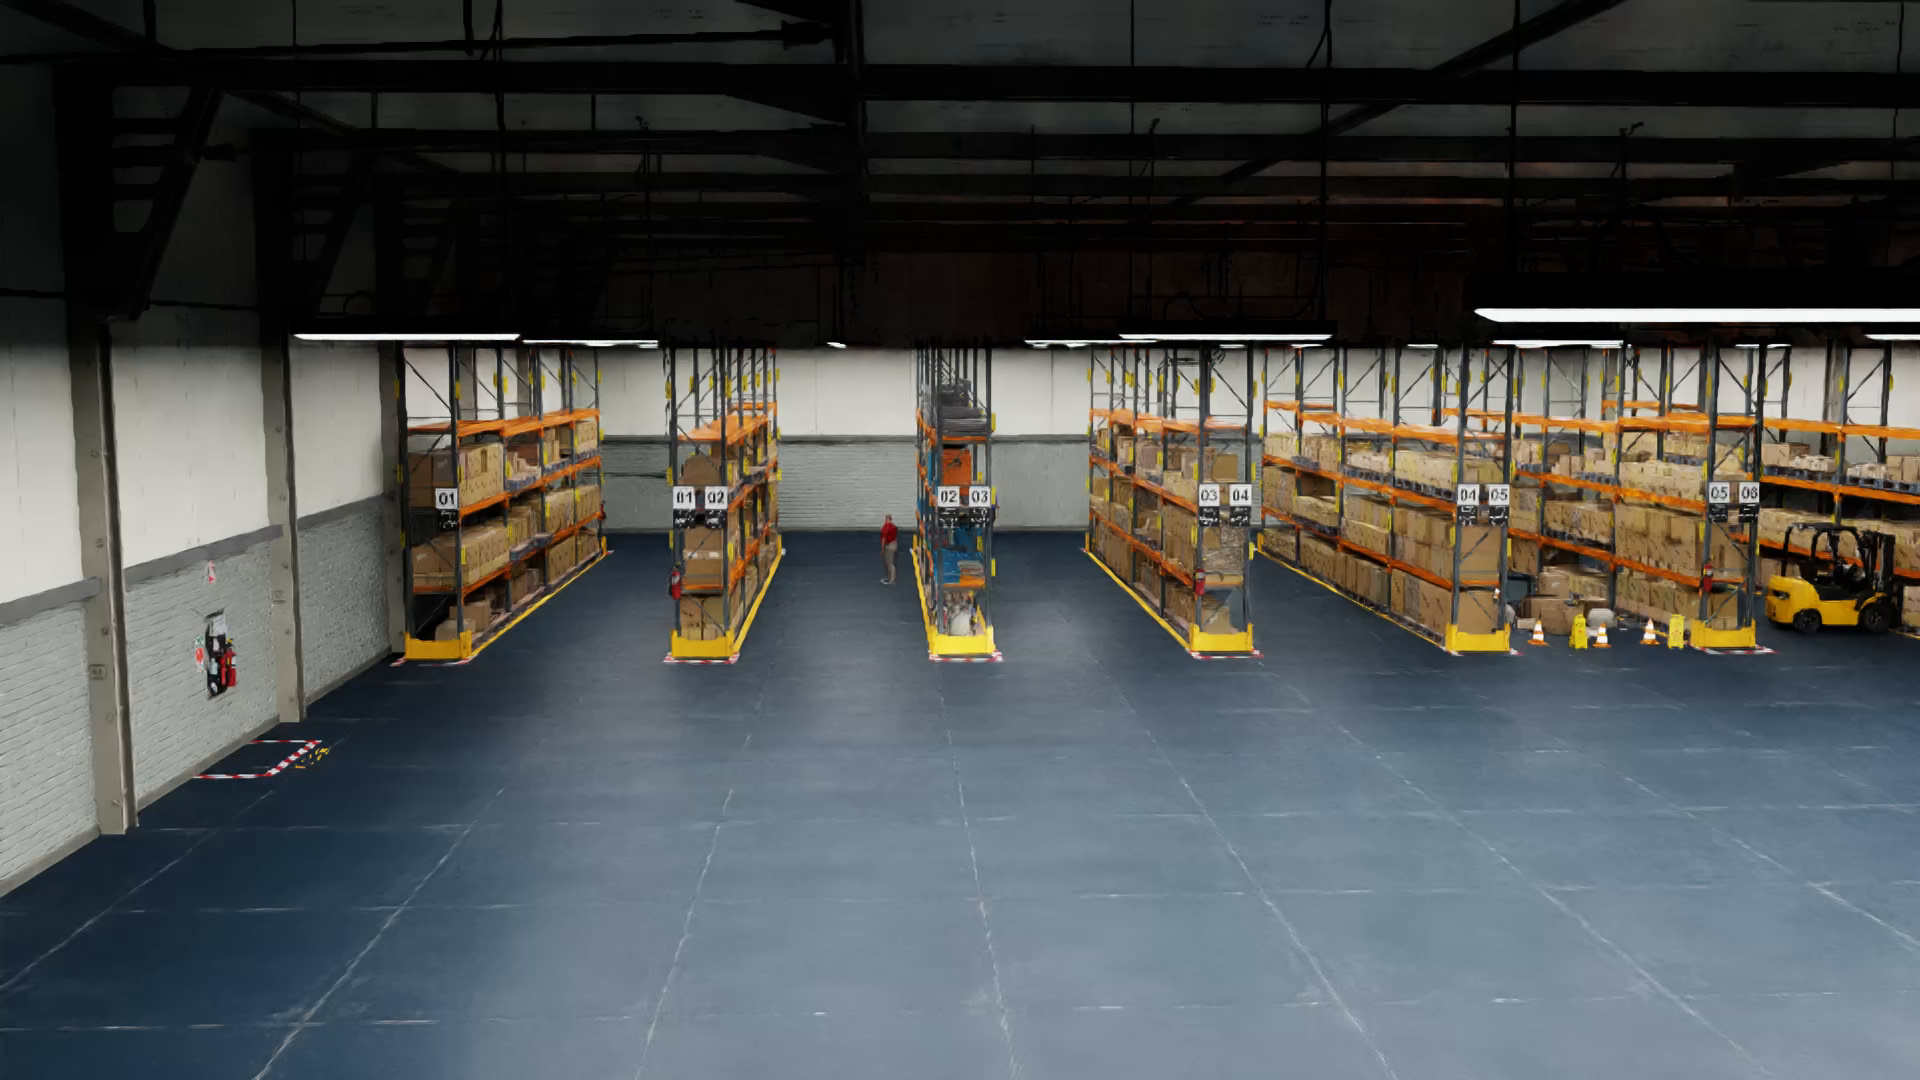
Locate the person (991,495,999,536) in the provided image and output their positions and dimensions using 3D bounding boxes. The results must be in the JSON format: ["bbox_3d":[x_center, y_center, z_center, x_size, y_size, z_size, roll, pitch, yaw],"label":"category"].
[{"bbox_3d":[0.938,-0.898,51.049,0.463,1.546,0.843,0,7,-4],"label":"person"}]

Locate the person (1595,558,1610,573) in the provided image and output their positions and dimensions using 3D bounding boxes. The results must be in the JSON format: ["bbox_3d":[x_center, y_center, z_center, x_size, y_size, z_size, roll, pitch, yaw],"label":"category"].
[{"bbox_3d":[16.217,0.033,42.176,0.583,1.782,0.665,3,7,27],"label":"person"}]

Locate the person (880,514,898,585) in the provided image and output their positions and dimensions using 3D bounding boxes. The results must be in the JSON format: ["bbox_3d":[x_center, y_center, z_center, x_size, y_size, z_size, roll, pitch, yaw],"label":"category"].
[{"bbox_3d":[-1.766,0.222,40.790,0.584,1.723,0.653,3,7,26],"label":"person"}]
